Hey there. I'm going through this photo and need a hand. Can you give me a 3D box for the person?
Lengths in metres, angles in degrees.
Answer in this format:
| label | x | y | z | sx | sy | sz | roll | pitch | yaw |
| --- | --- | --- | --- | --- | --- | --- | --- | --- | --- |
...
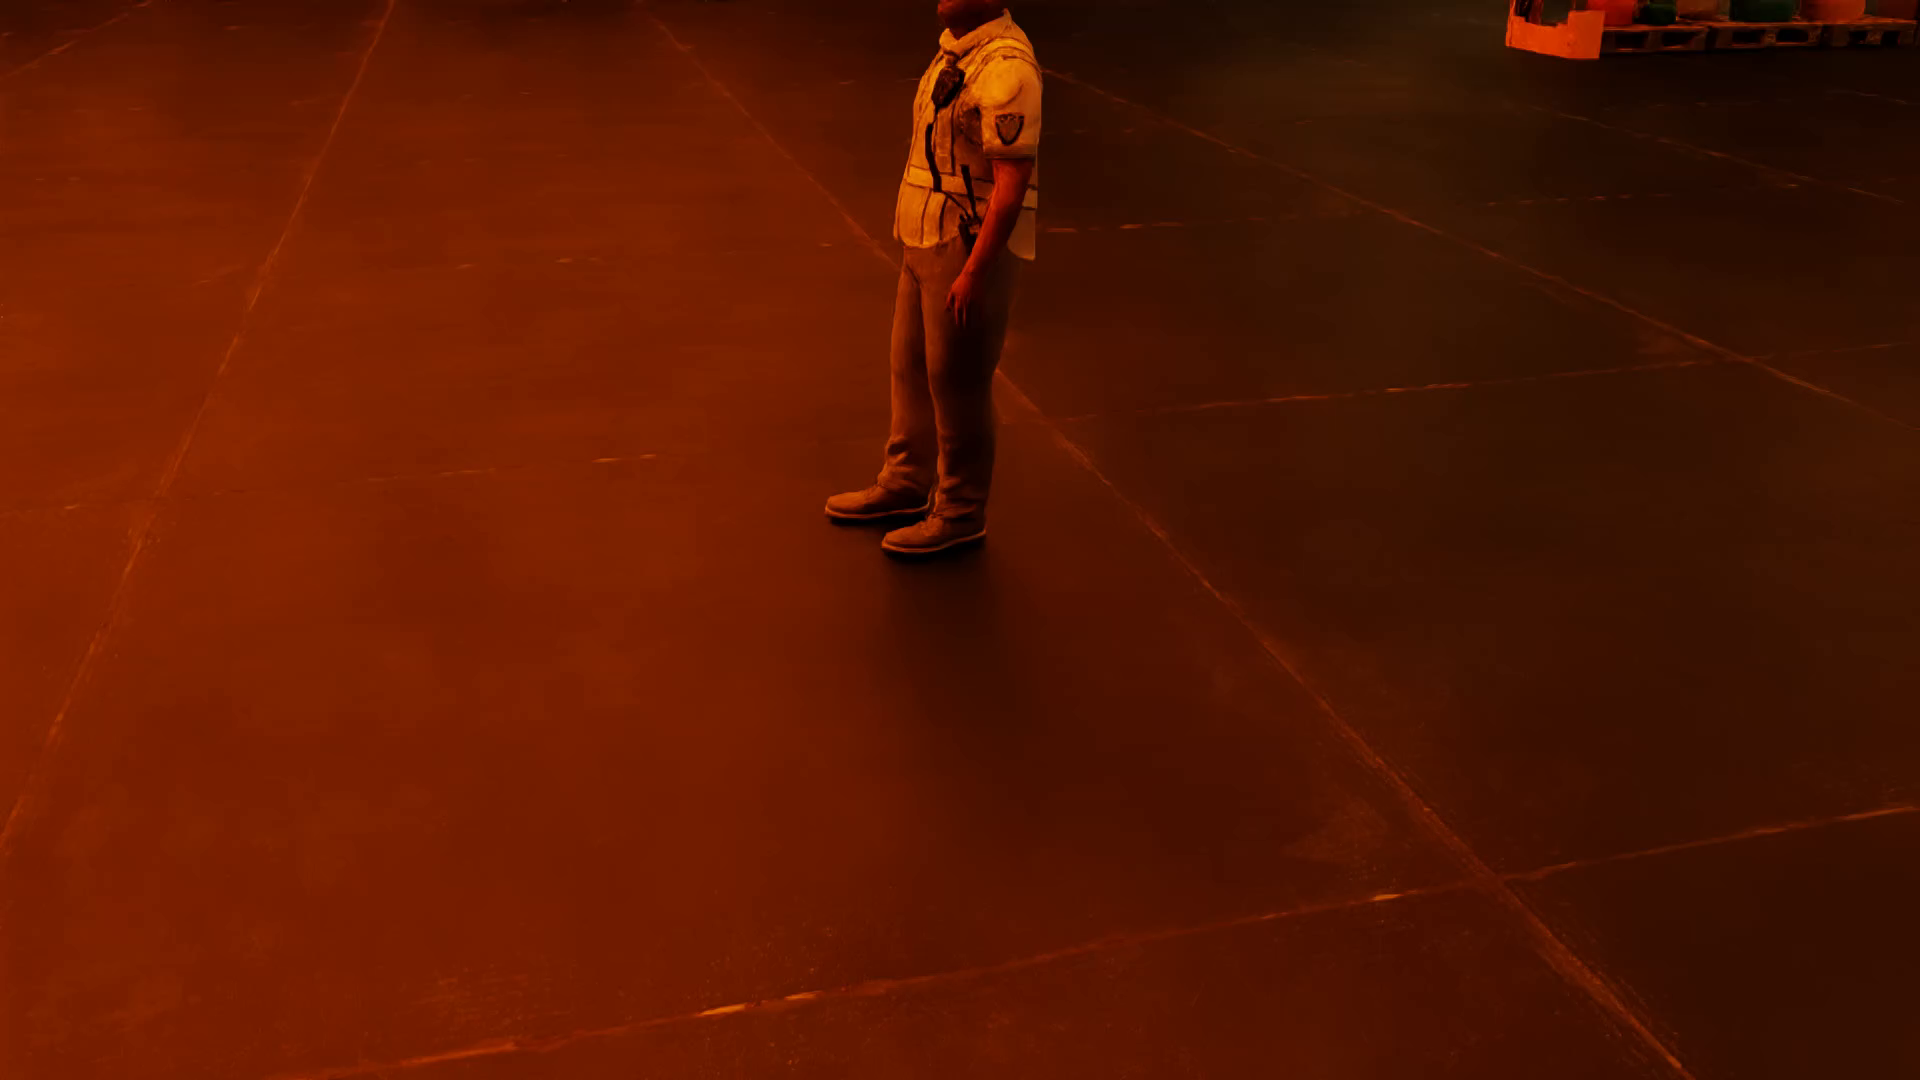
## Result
| label | x | y | z | sx | sy | sz | roll | pitch | yaw |
| --- | --- | --- | --- | --- | --- | --- | --- | --- | --- |
| person | -0.078 | -0.824 | 4.692 | 0.574 | 1.781 | 0.640 | -6 | 24 | -14 |
